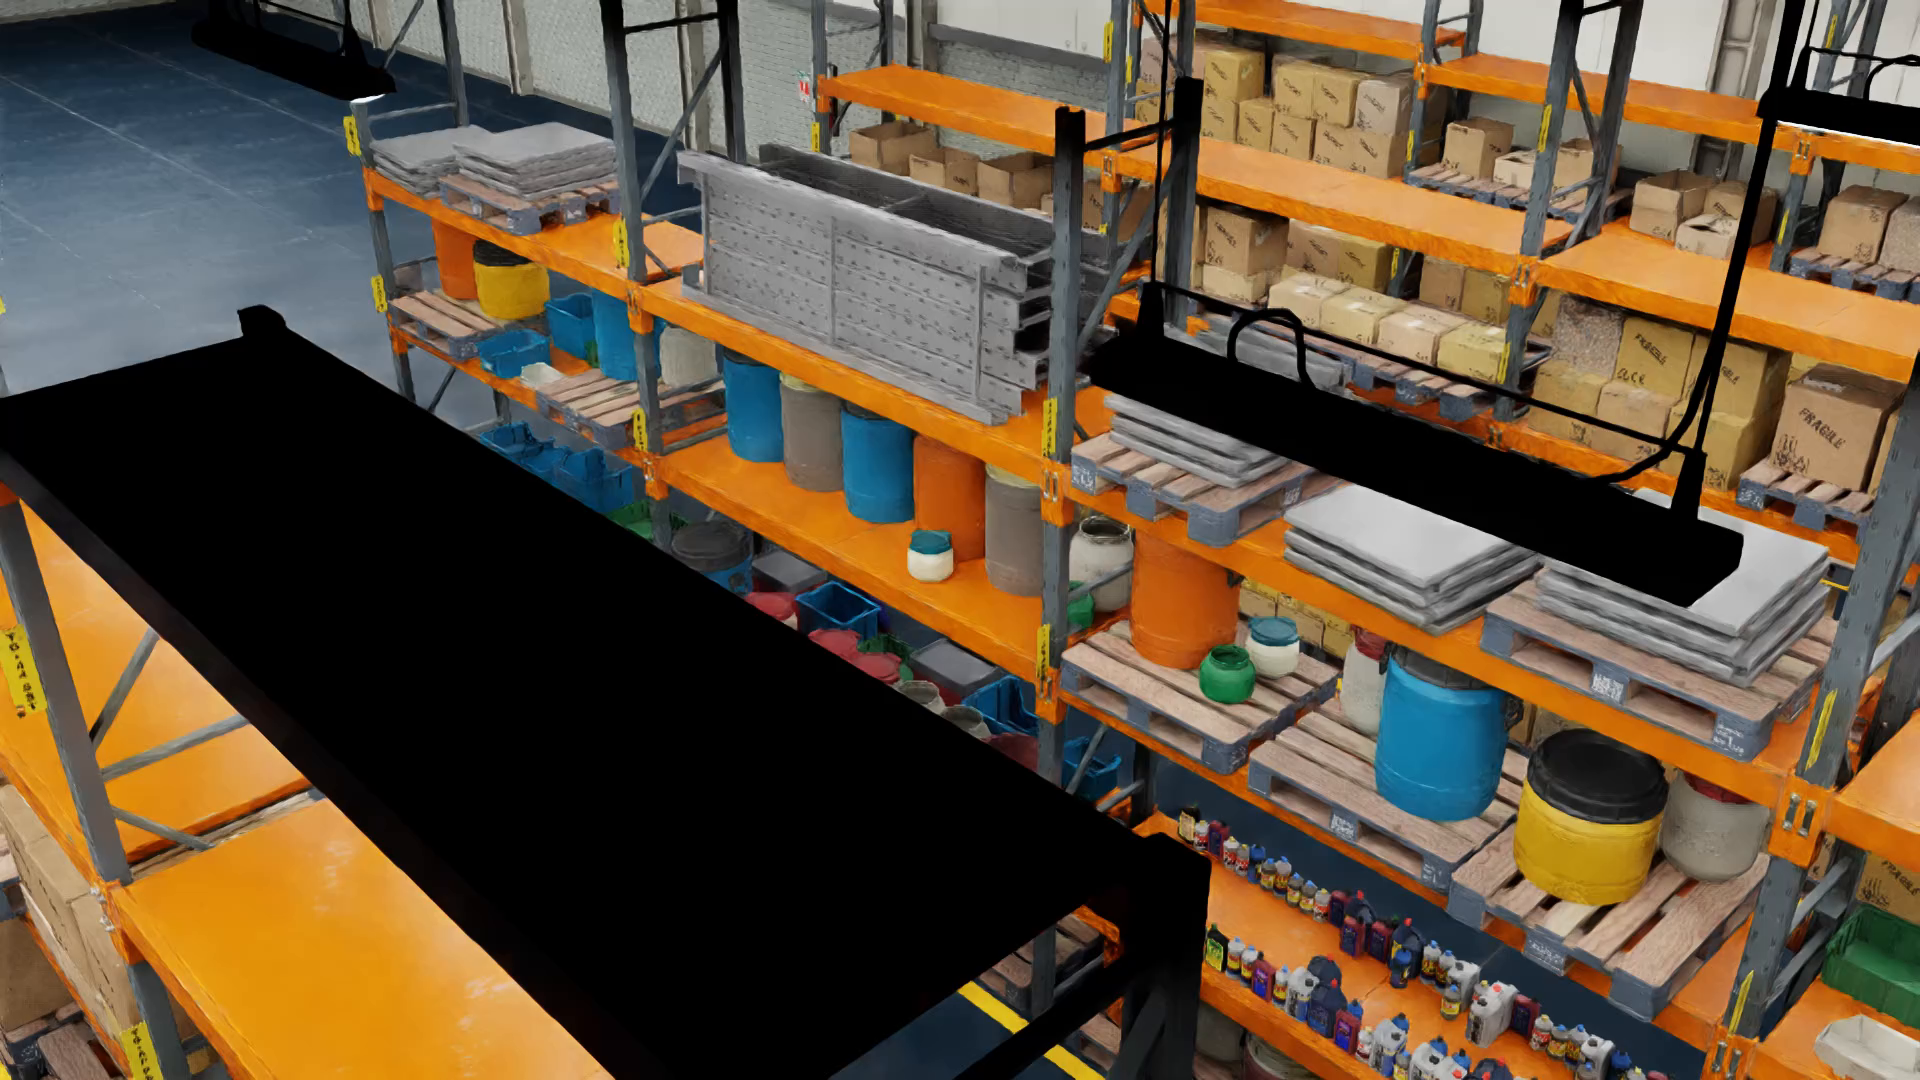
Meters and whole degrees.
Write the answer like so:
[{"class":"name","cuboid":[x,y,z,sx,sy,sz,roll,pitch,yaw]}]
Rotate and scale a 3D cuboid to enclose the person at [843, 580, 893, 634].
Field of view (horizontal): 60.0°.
[{"class":"person","cuboid":[-0.957,0.035,15.117,1.001,1.577,0.491,25,37,38]}]
